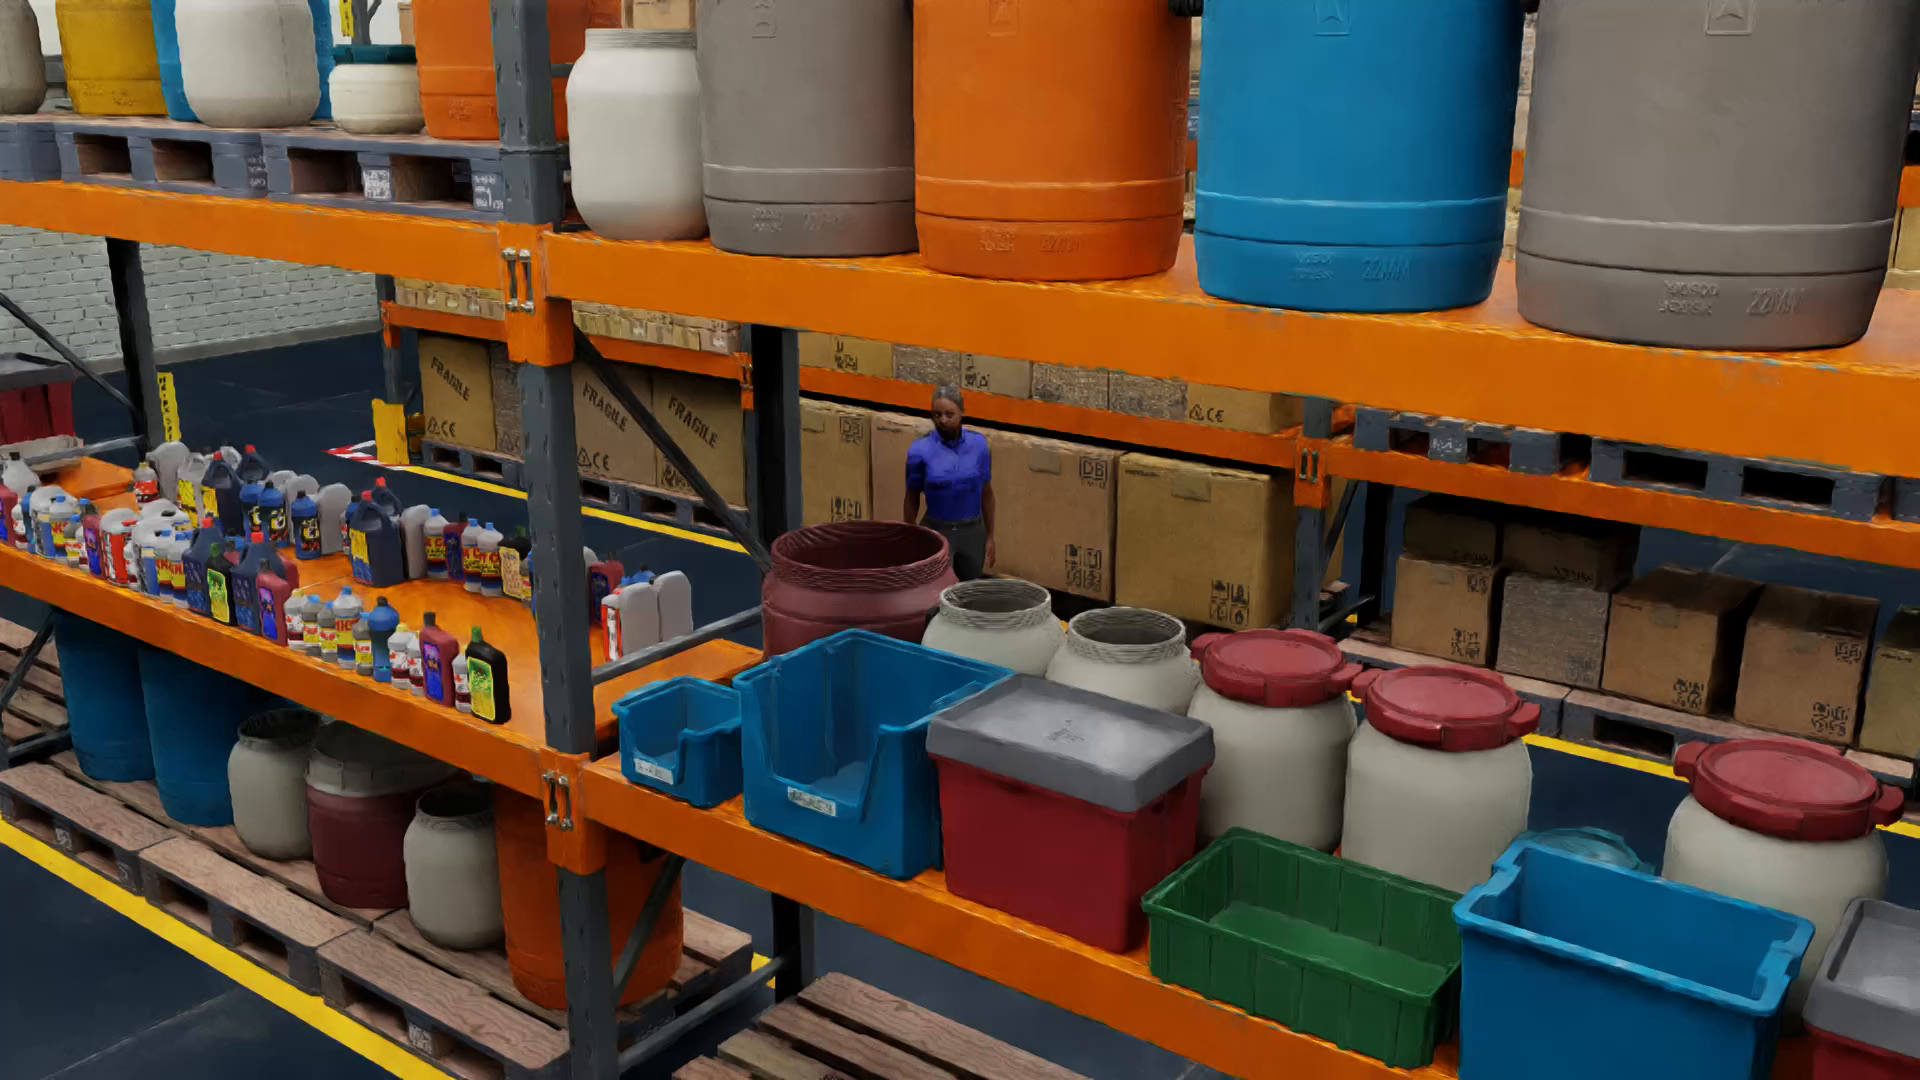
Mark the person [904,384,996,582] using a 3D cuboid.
[{"bbox_3d":[-0.046,-0.001,8.556,0.486,1.651,0.568,-6,18,-19],"label":"person"}]
